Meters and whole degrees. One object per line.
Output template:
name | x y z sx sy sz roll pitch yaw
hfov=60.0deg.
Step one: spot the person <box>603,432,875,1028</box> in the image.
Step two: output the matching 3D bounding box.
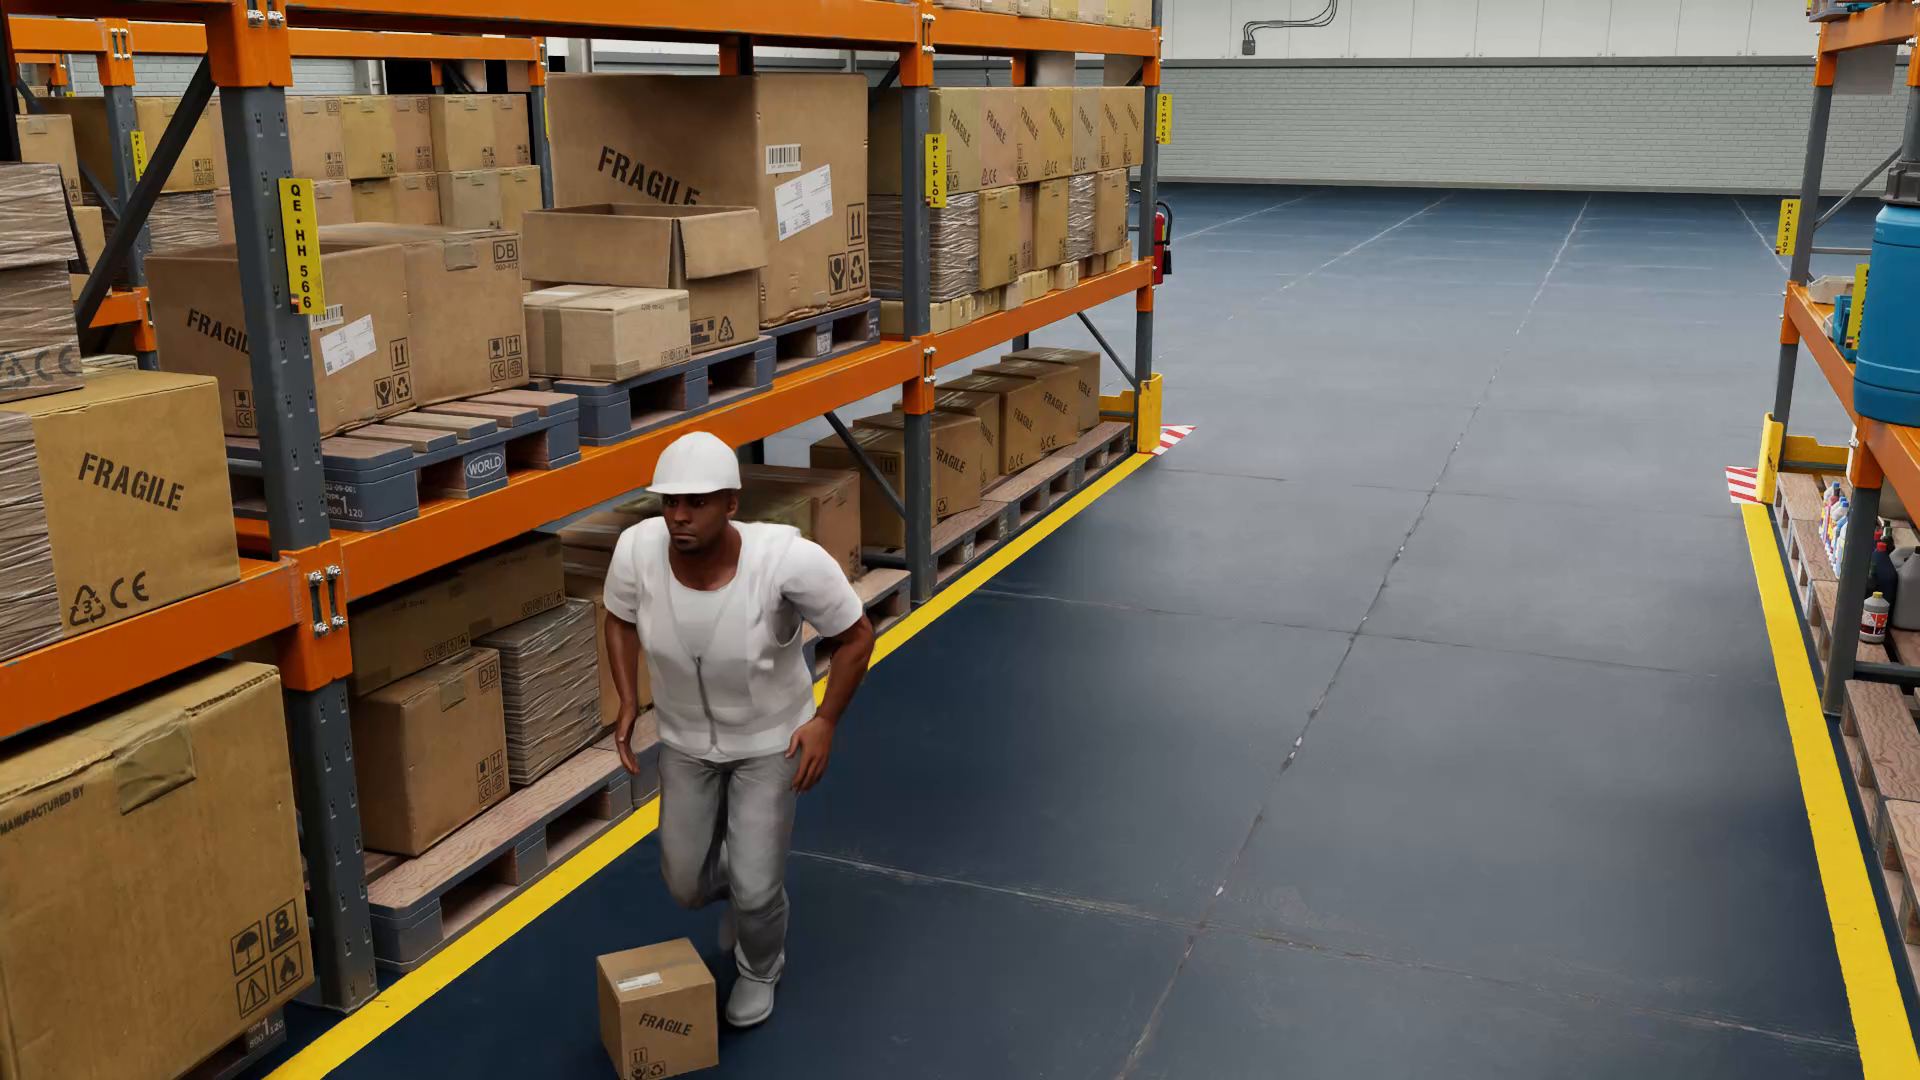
person | -0.568 0.496 4.361 0.727 1.666 0.767 4 16 13
